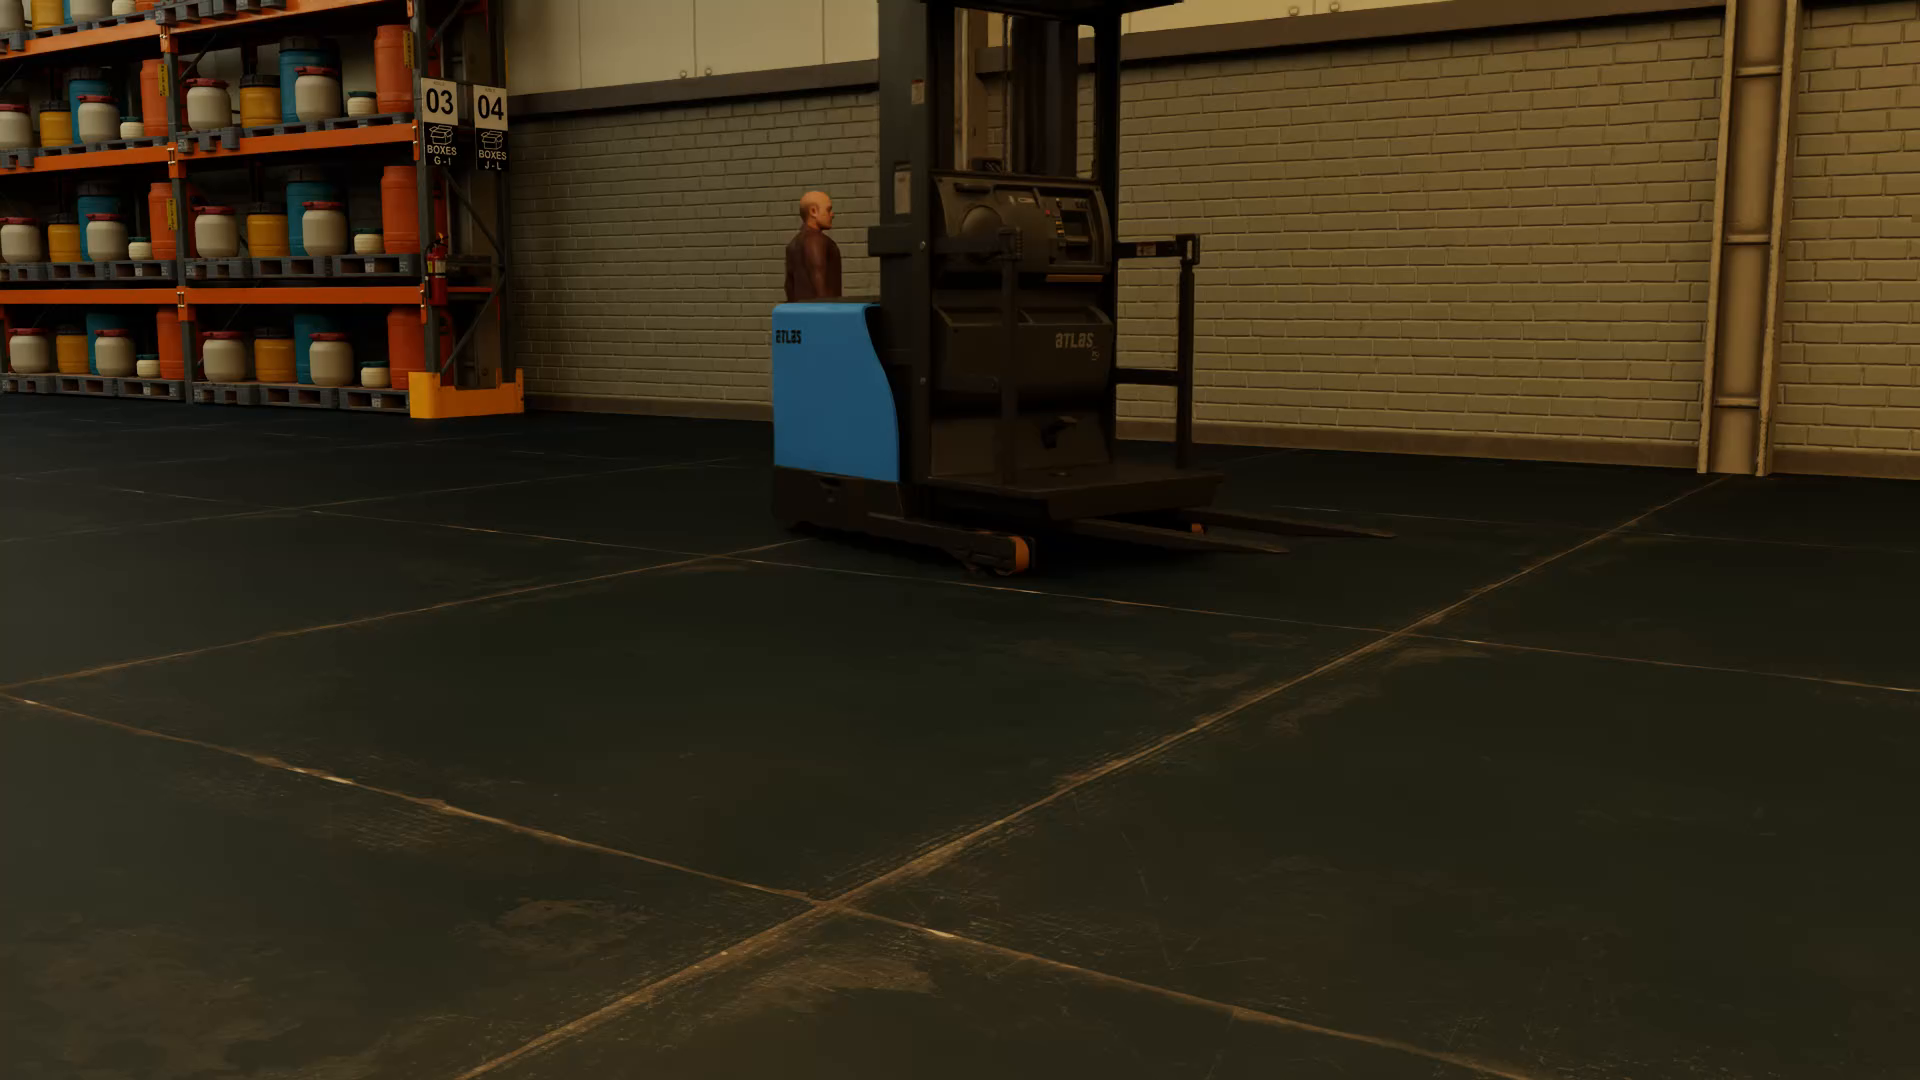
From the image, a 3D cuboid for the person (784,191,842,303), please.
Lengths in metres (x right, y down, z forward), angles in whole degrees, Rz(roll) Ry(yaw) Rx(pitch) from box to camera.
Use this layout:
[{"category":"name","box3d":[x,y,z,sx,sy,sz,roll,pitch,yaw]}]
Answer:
[{"category":"person","box3d":[-0.875,-1.341,10.707,0.421,1.782,0.643,-4,9,-25]}]

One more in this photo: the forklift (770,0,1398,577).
[{"category":"forklift","box3d":[0.412,-1.383,6.922,1.130,2.935,3.031,-6,10,-38]}]
